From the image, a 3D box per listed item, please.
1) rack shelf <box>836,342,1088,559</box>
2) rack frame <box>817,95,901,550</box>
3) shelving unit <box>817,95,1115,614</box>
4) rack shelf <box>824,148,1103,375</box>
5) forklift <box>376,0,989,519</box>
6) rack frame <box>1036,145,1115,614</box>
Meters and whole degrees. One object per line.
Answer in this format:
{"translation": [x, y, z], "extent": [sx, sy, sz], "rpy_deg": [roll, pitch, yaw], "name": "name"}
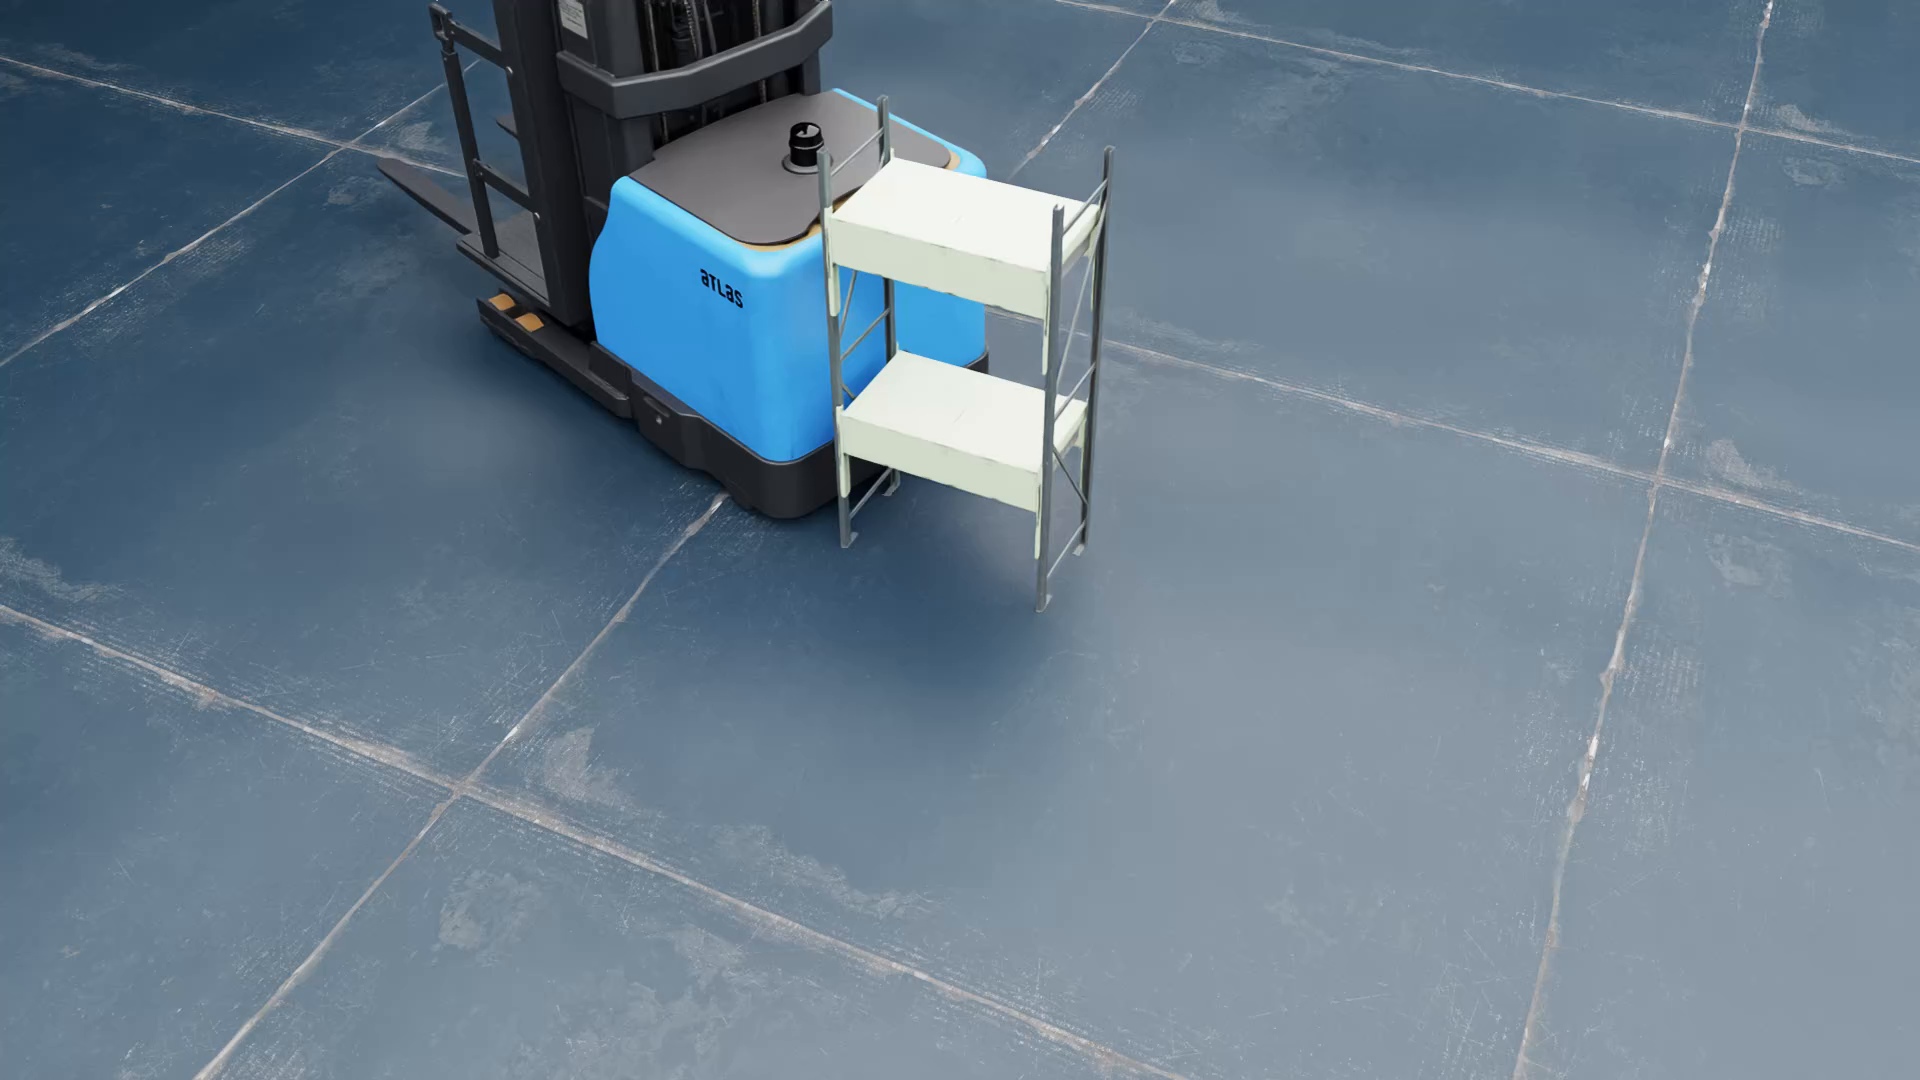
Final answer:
{"translation": [0.017, -0.302, 5.451], "extent": [0.720, 0.370, 0.431], "rpy_deg": [18, 44, 19], "name": "rack shelf"}
{"translation": [-0.312, -0.653, 5.359], "extent": [0.023, 1.500, 0.400], "rpy_deg": [18, 44, 19], "name": "rack frame"}
{"translation": [0.017, -0.548, 5.237], "extent": [0.755, 1.500, 0.431], "rpy_deg": [18, 44, 19], "name": "shelving unit"}
{"translation": [0.017, -0.843, 4.982], "extent": [0.720, 0.370, 0.431], "rpy_deg": [18, 44, 19], "name": "rack shelf"}
{"translation": [-1.282, -2.046, 5.873], "extent": [1.130, 2.935, 3.031], "rpy_deg": [-32, 50, -32], "name": "forklift"}
{"translation": [0.346, -0.443, 5.116], "extent": [0.023, 1.500, 0.400], "rpy_deg": [18, 44, 19], "name": "rack frame"}
